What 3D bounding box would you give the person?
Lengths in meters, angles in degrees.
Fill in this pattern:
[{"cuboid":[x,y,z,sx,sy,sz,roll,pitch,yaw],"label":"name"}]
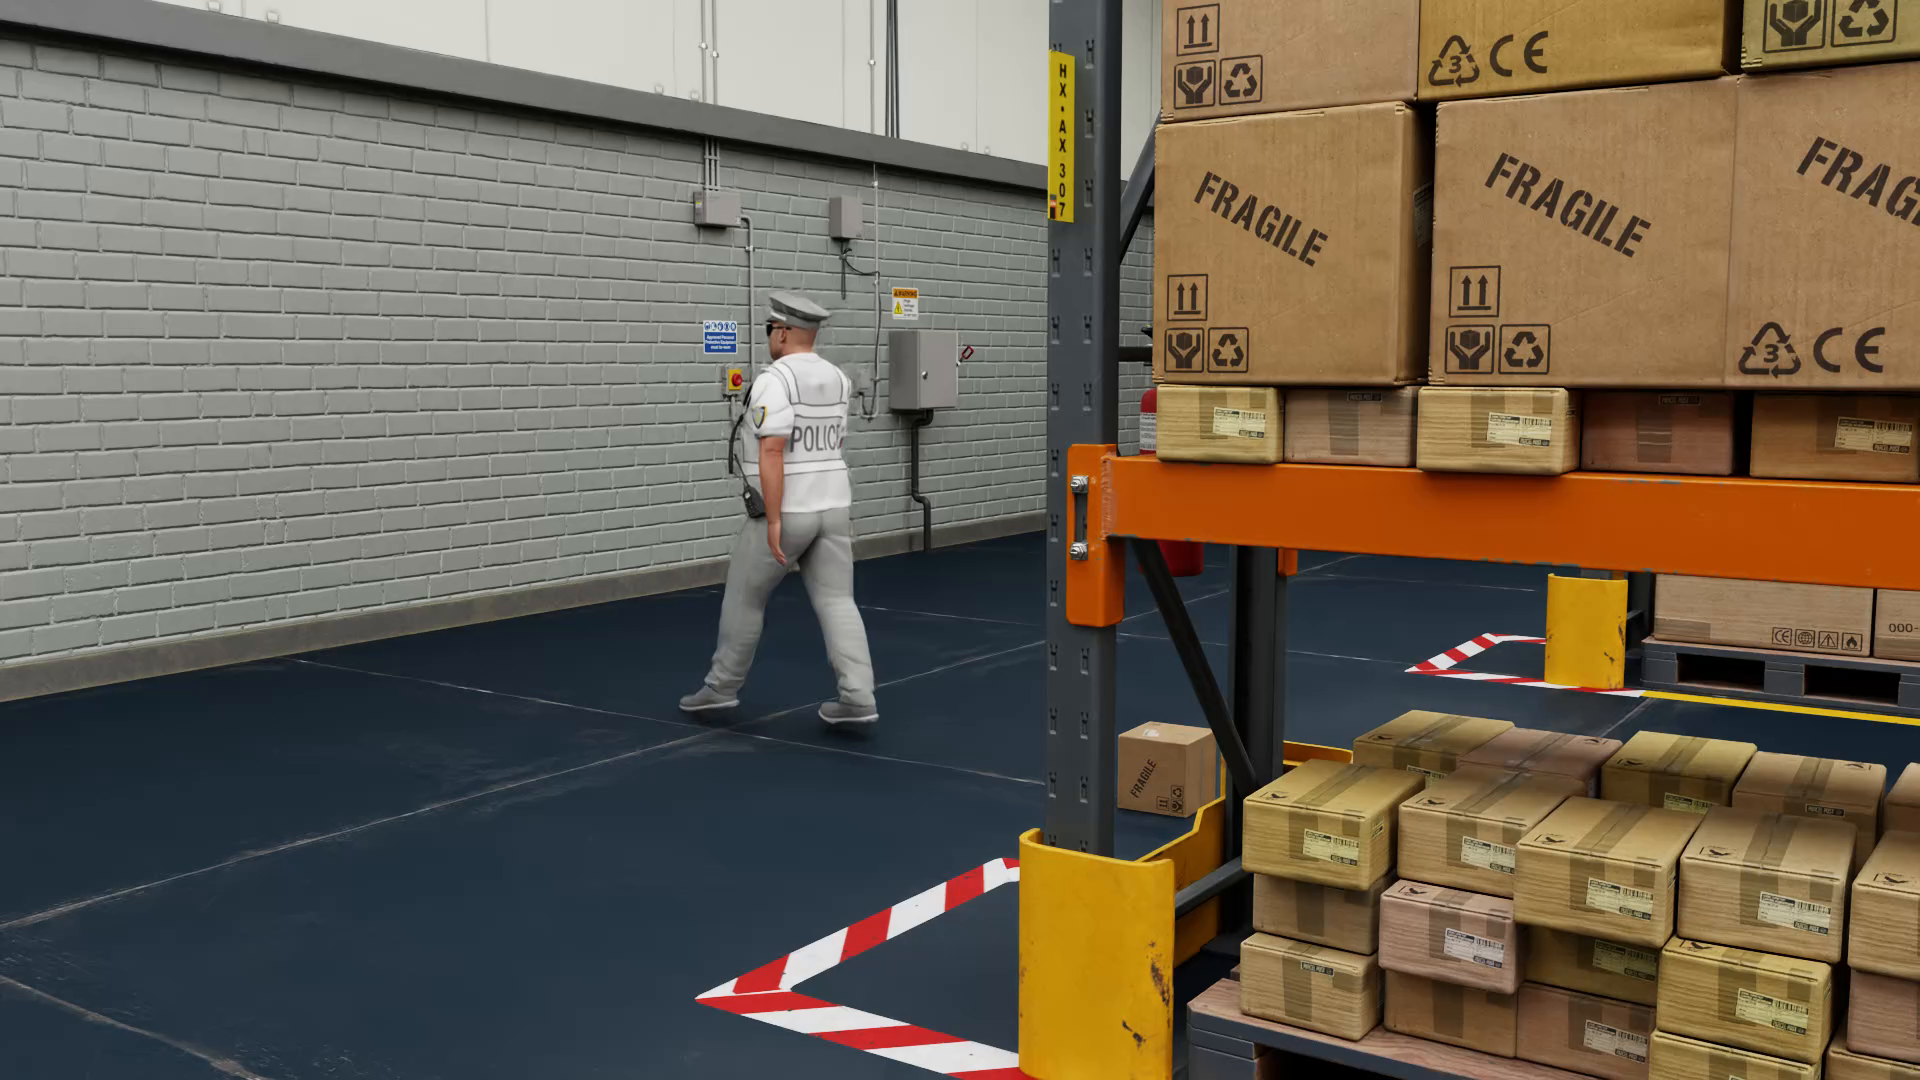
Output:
[{"cuboid":[-0.725,-0.131,6.747,0.965,1.738,0.550,6,8,41],"label":"person"}]
